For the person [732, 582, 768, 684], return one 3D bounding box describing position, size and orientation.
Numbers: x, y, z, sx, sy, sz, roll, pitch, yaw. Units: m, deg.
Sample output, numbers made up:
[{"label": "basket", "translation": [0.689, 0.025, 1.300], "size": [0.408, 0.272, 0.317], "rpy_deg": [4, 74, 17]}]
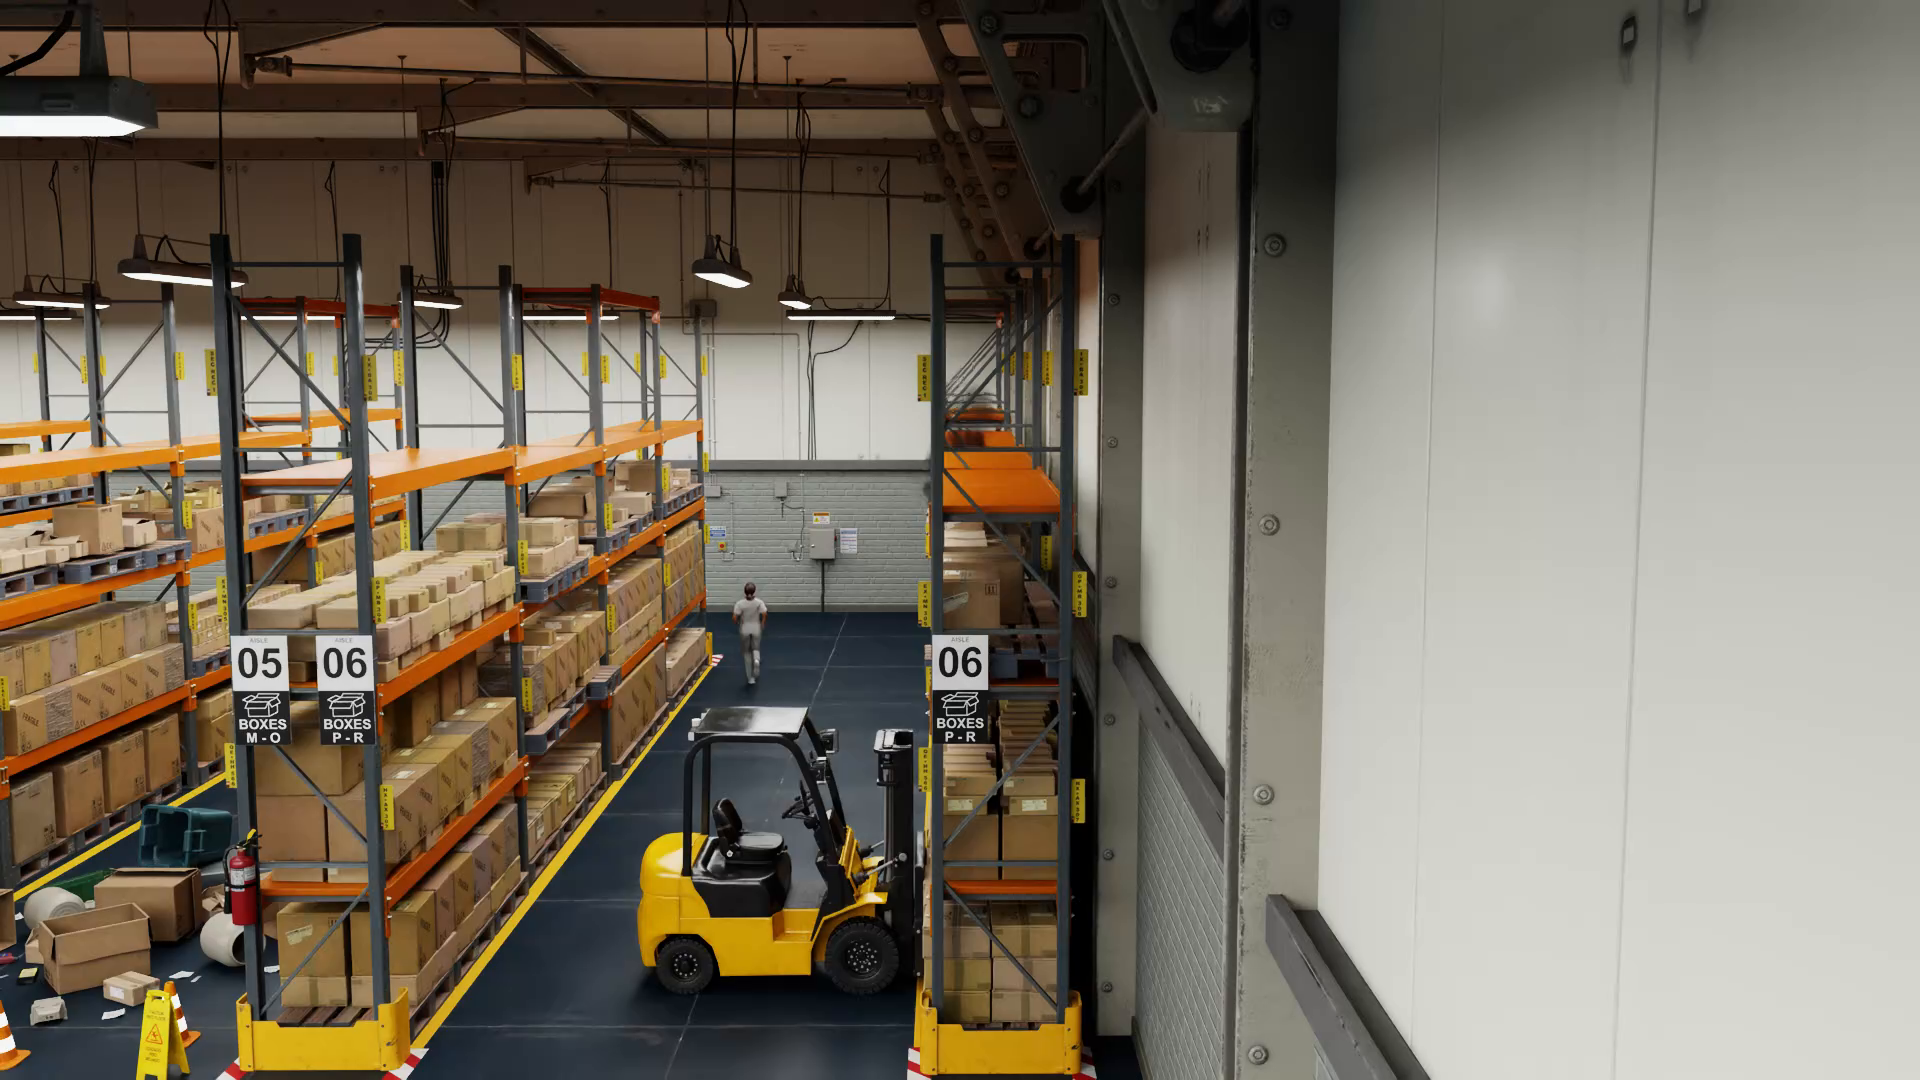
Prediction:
[{"label": "person", "translation": [-3.301, 1.475, 26.192], "size": [0.565, 1.626, 0.573], "rpy_deg": [-1, 6, -10]}]
